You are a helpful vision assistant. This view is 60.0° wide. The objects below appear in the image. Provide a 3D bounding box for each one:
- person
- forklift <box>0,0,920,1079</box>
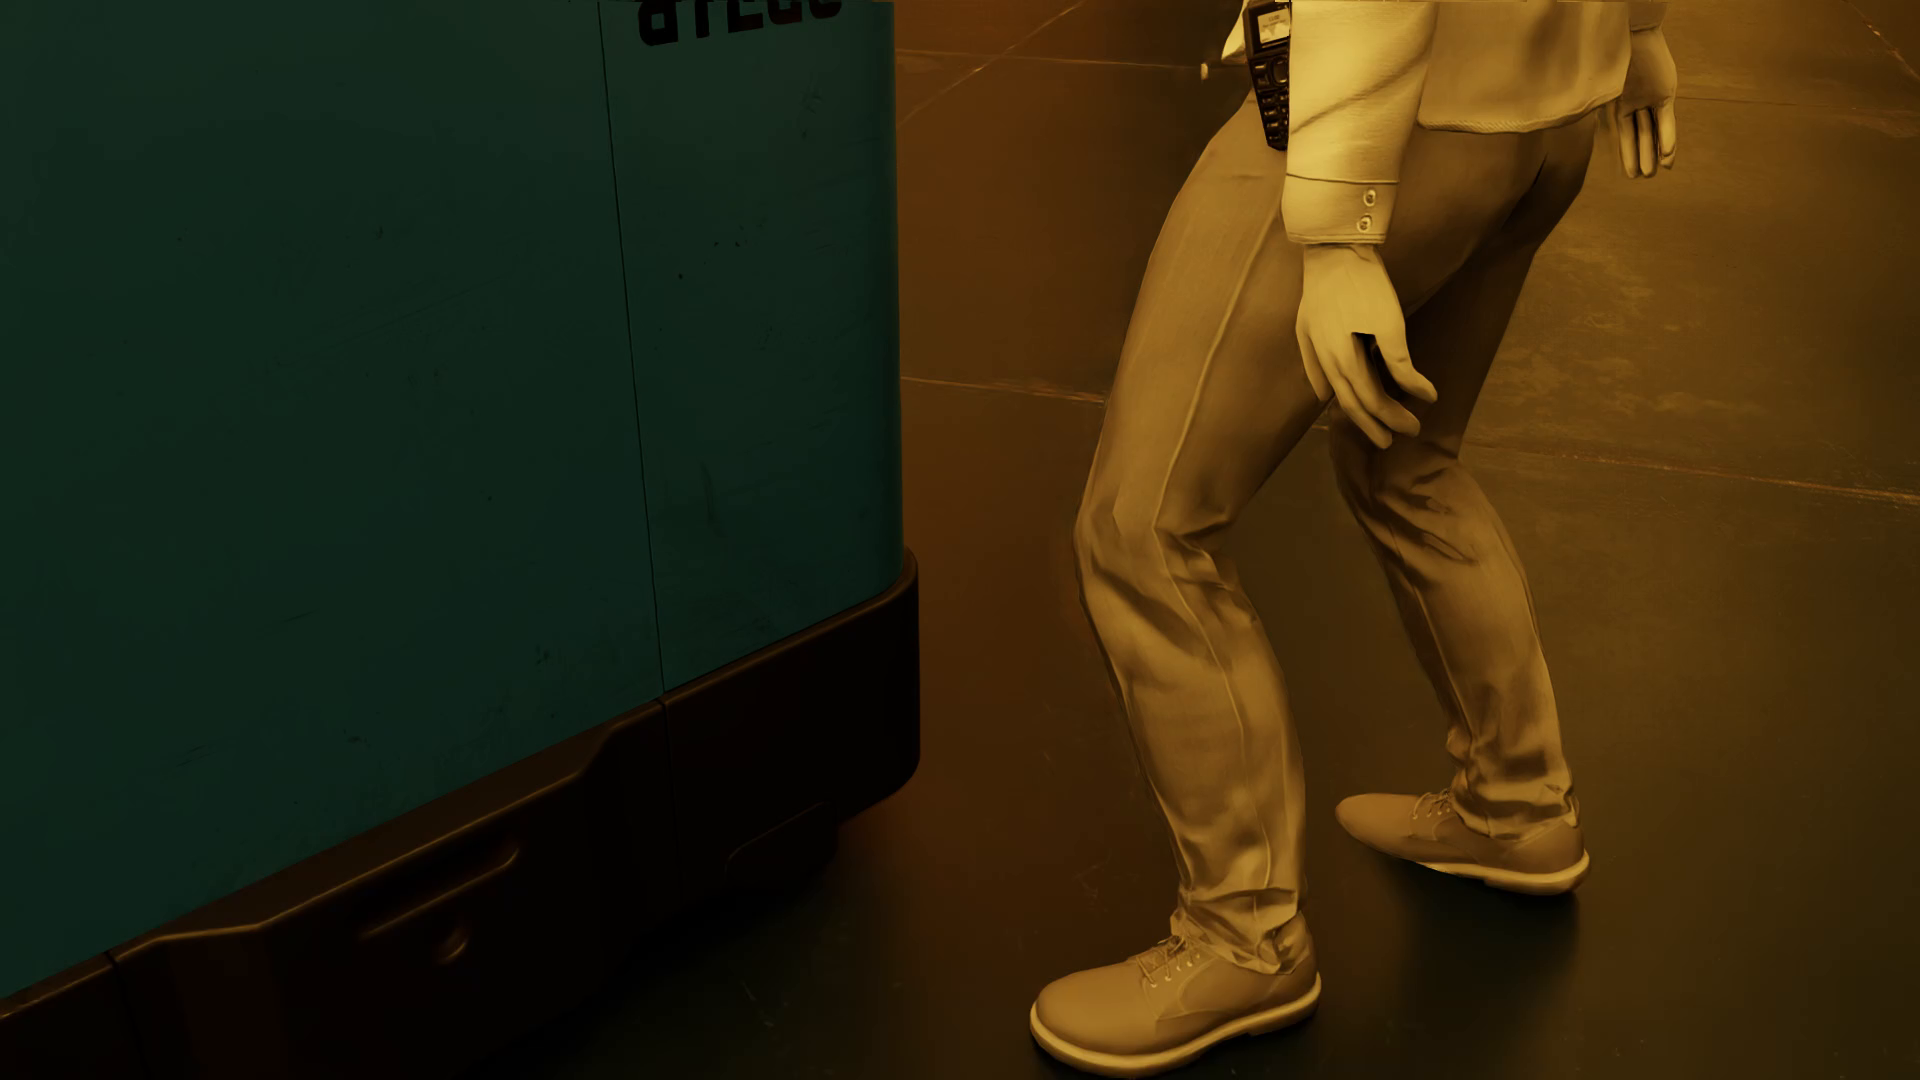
[{"bbox_3d":[0.400,-0.333,1.422,0.422,1.641,0.810,21,34,36],"label":"person"},{"bbox_3d":[-1.446,-0.684,0.616,3.031,2.935,1.130,-24,36,-39],"label":"forklift"}]
